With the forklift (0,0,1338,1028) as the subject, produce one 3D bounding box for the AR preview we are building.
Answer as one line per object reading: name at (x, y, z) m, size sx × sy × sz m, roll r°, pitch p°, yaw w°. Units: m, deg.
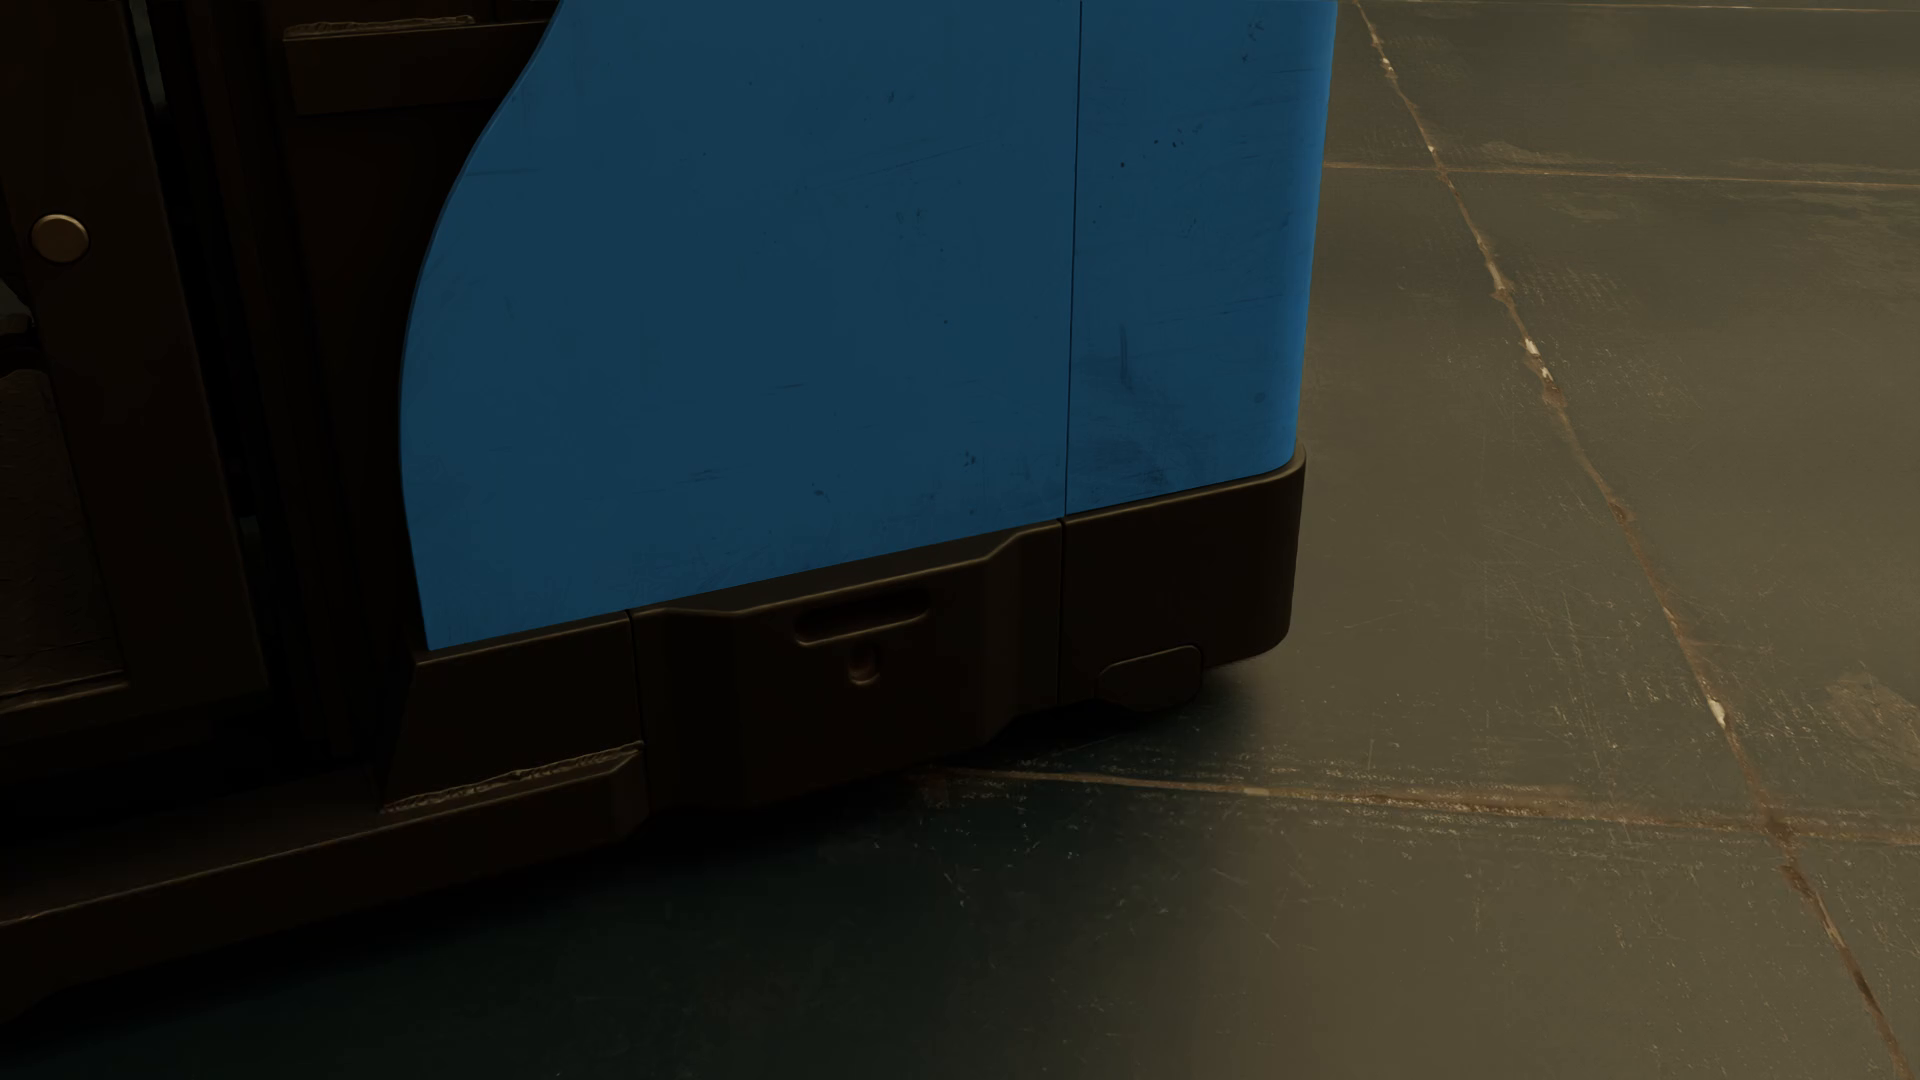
forklift at (-1.136, -1.045, 1.312) m, size 3.031 × 2.935 × 1.130 m, roll -12°, pitch 29°, yaw -23°
